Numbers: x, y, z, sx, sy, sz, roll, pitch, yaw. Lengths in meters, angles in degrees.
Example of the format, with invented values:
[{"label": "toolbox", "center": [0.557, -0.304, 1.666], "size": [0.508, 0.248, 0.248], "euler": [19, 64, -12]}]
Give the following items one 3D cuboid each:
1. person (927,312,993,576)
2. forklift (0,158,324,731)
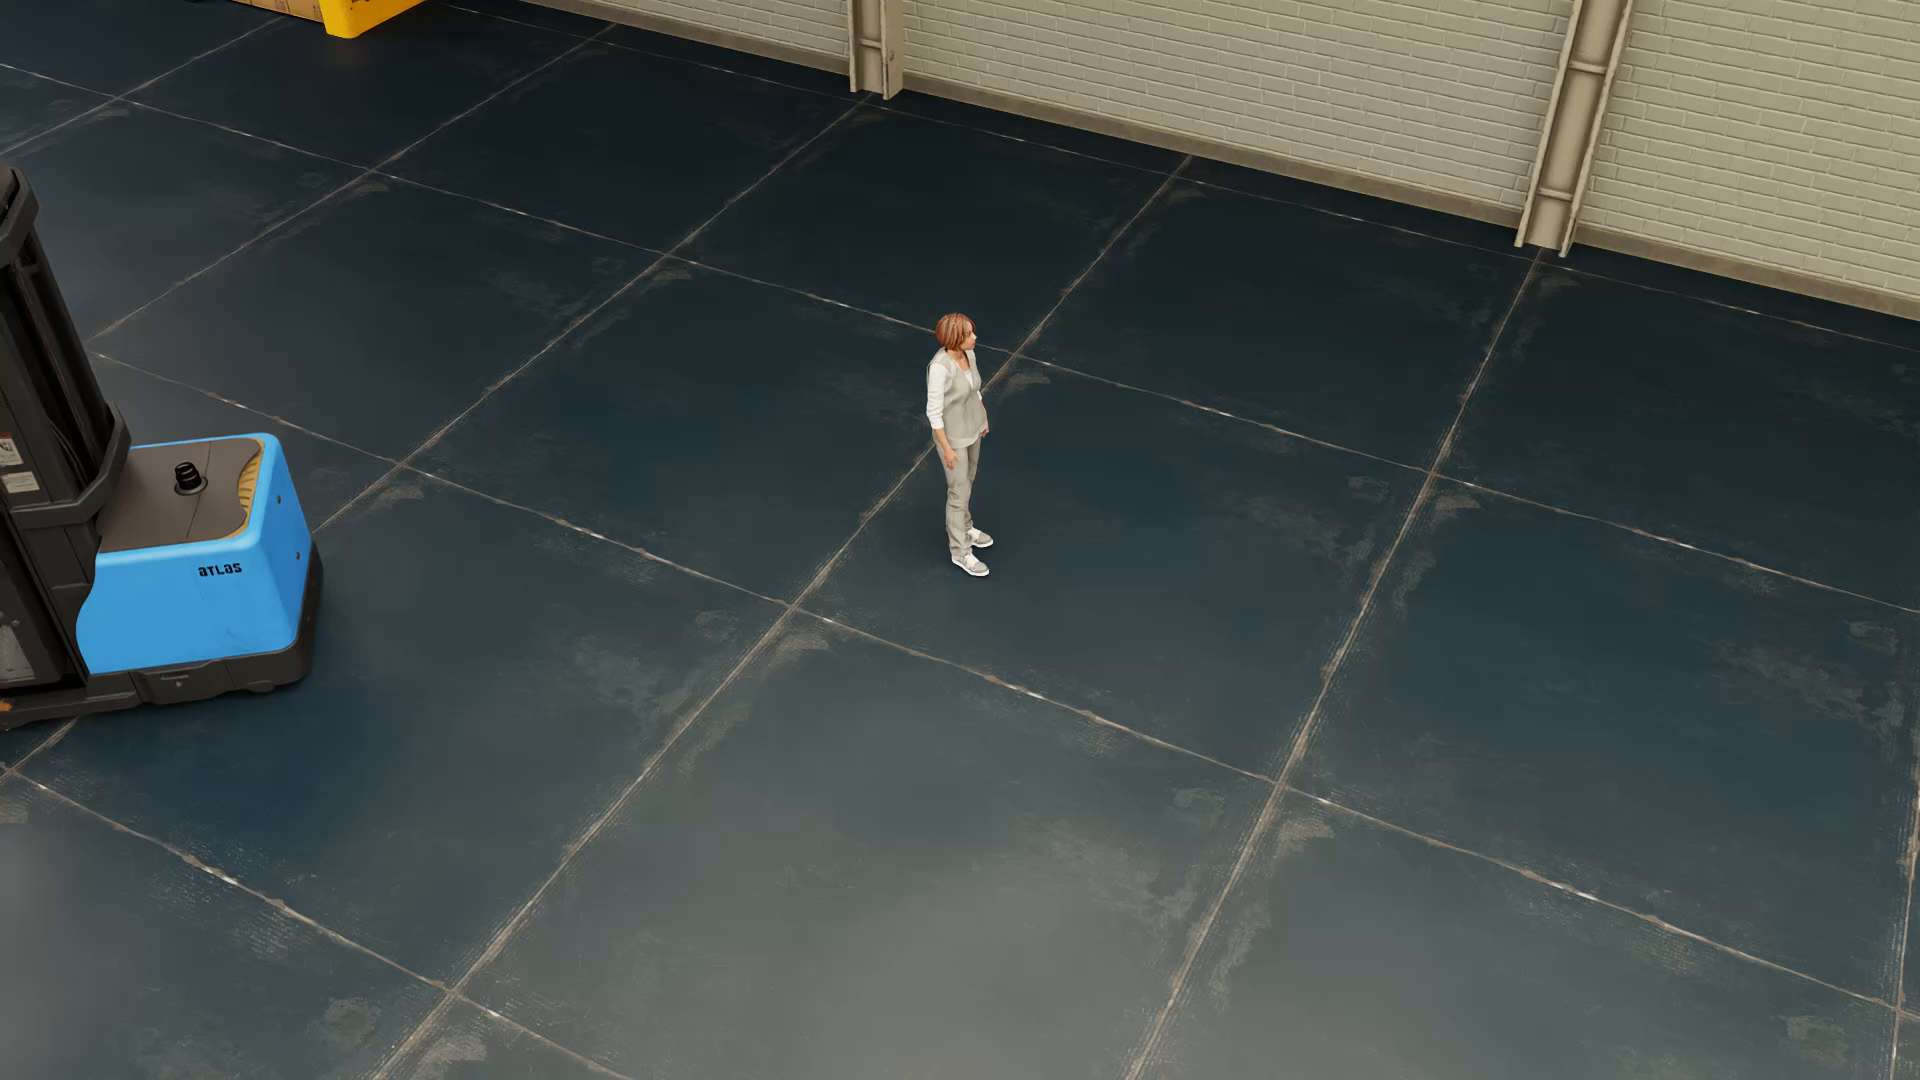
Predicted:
[{"label": "person", "center": [0.059, -0.586, 9.707], "size": [0.475, 1.597, 0.520], "euler": [18, 43, 21]}, {"label": "forklift", "center": [-5.206, -0.429, 8.496], "size": [3.031, 2.935, 1.130], "euler": [-7, 41, -8]}]
